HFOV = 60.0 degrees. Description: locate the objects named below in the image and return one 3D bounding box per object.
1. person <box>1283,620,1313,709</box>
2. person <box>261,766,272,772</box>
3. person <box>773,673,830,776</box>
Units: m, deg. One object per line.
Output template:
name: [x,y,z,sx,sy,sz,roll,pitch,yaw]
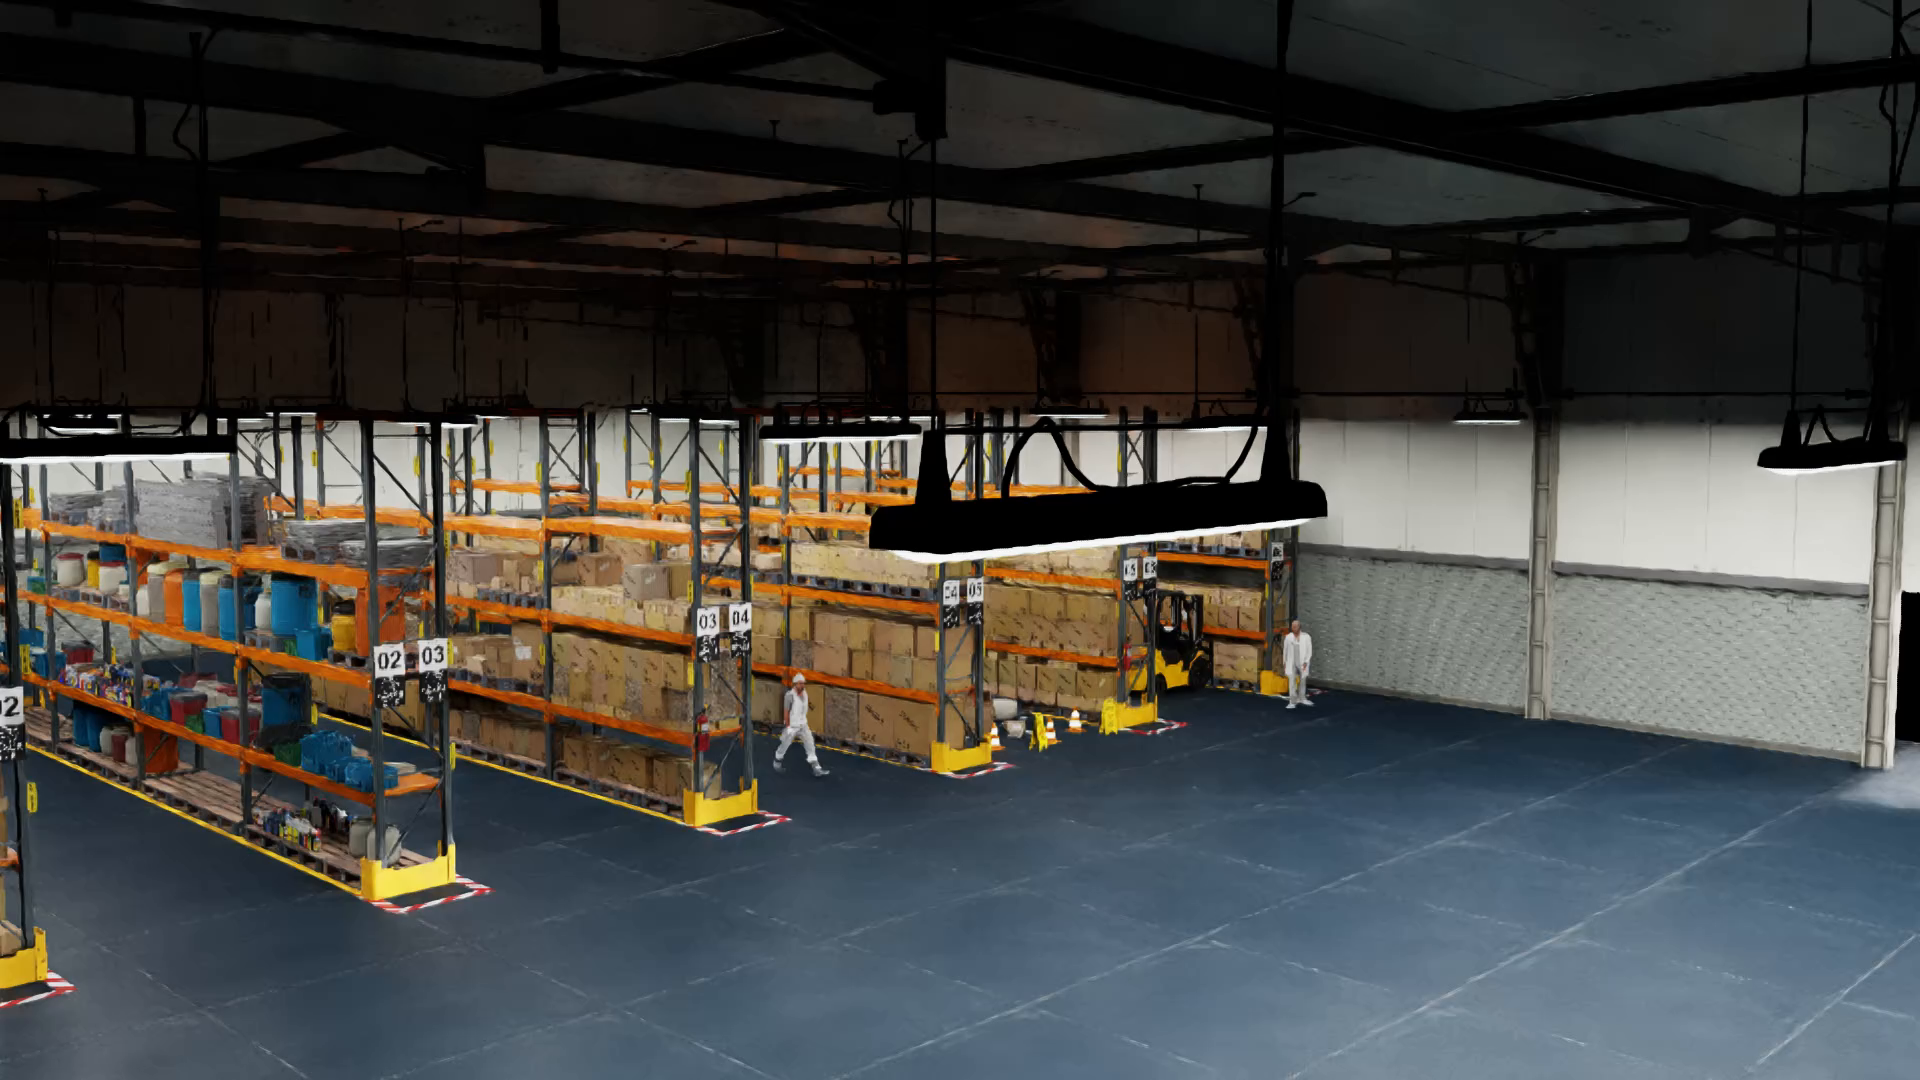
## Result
person: [6.789,2.489,33.449,0.603,1.770,0.767,2,5,17]
person: [-11.210,3.059,27.492,1.026,1.662,0.538,4,6,36]
person: [-2.661,3.033,27.390,1.116,1.705,0.557,5,7,42]
